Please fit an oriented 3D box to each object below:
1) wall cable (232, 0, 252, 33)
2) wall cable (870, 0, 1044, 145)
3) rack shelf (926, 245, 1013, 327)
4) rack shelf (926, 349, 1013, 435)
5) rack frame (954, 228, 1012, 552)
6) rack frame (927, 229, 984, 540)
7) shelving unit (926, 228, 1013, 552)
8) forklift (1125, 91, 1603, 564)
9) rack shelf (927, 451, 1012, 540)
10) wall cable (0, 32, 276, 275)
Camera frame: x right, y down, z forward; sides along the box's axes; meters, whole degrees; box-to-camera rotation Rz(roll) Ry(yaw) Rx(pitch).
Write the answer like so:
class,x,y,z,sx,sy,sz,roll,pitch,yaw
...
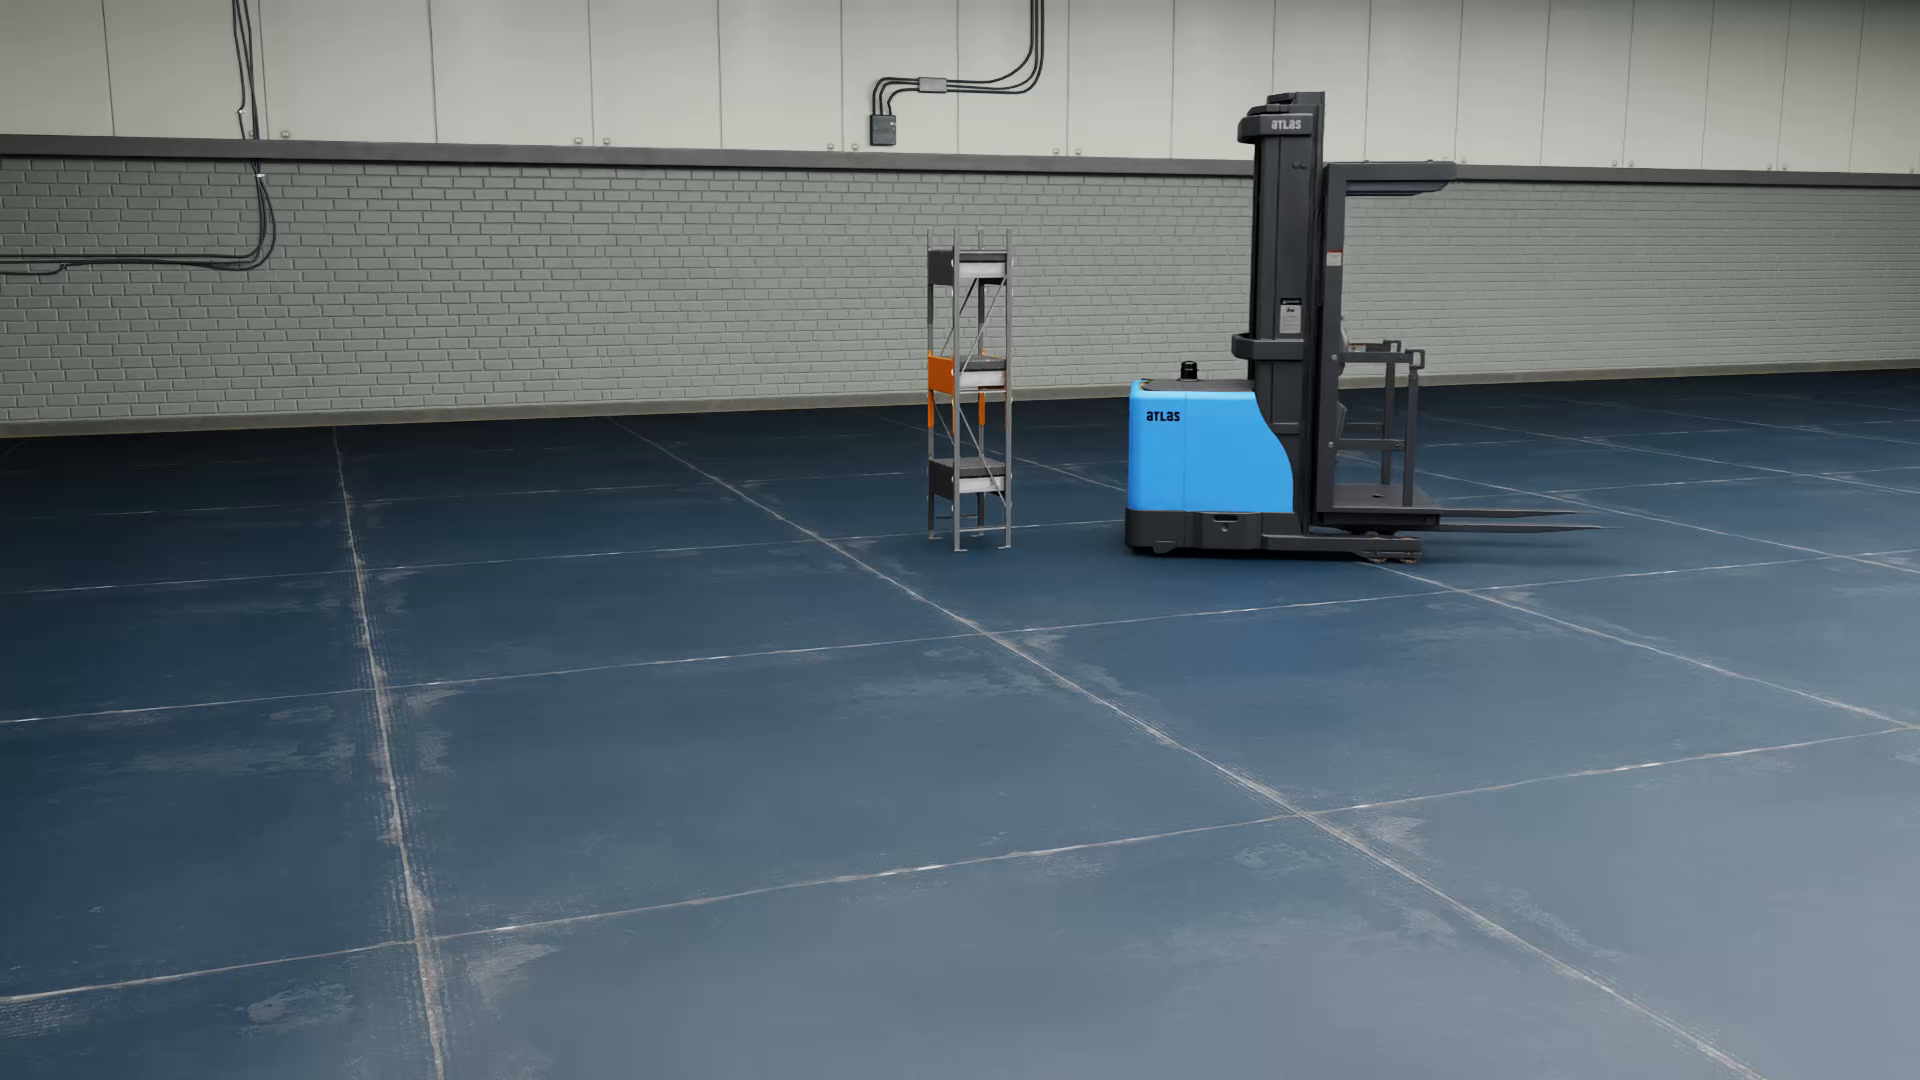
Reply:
class,x,y,z,sx,sy,sz,roll,pitch,yaw
wall cable,-6.332,-6.704,17.860,3.097,2.526,0.112,-4,11,-21
wall cable,0.001,-7.849,20.140,2.305,6.003,0.169,-4,11,-21
rack shelf,0.060,-1.683,10.964,0.431,0.518,0.480,-4,11,-21
rack shelf,0.060,-0.993,11.087,0.431,0.518,0.480,-4,11,-21
rack frame,0.148,-0.967,10.860,0.400,2.100,0.015,-4,11,-21
rack frame,-0.028,-1.047,11.308,0.400,2.100,0.015,-4,11,-21
shelving unit,0.060,-1.007,11.084,0.431,2.100,0.503,-4,11,-21
forklift,2.631,-1.392,10.875,3.031,2.935,1.130,1,10,6
rack shelf,0.060,-0.304,11.209,0.431,0.518,0.480,-4,11,-21
wall cable,-8.853,-4.046,17.337,3.097,2.526,0.112,-4,11,-21
